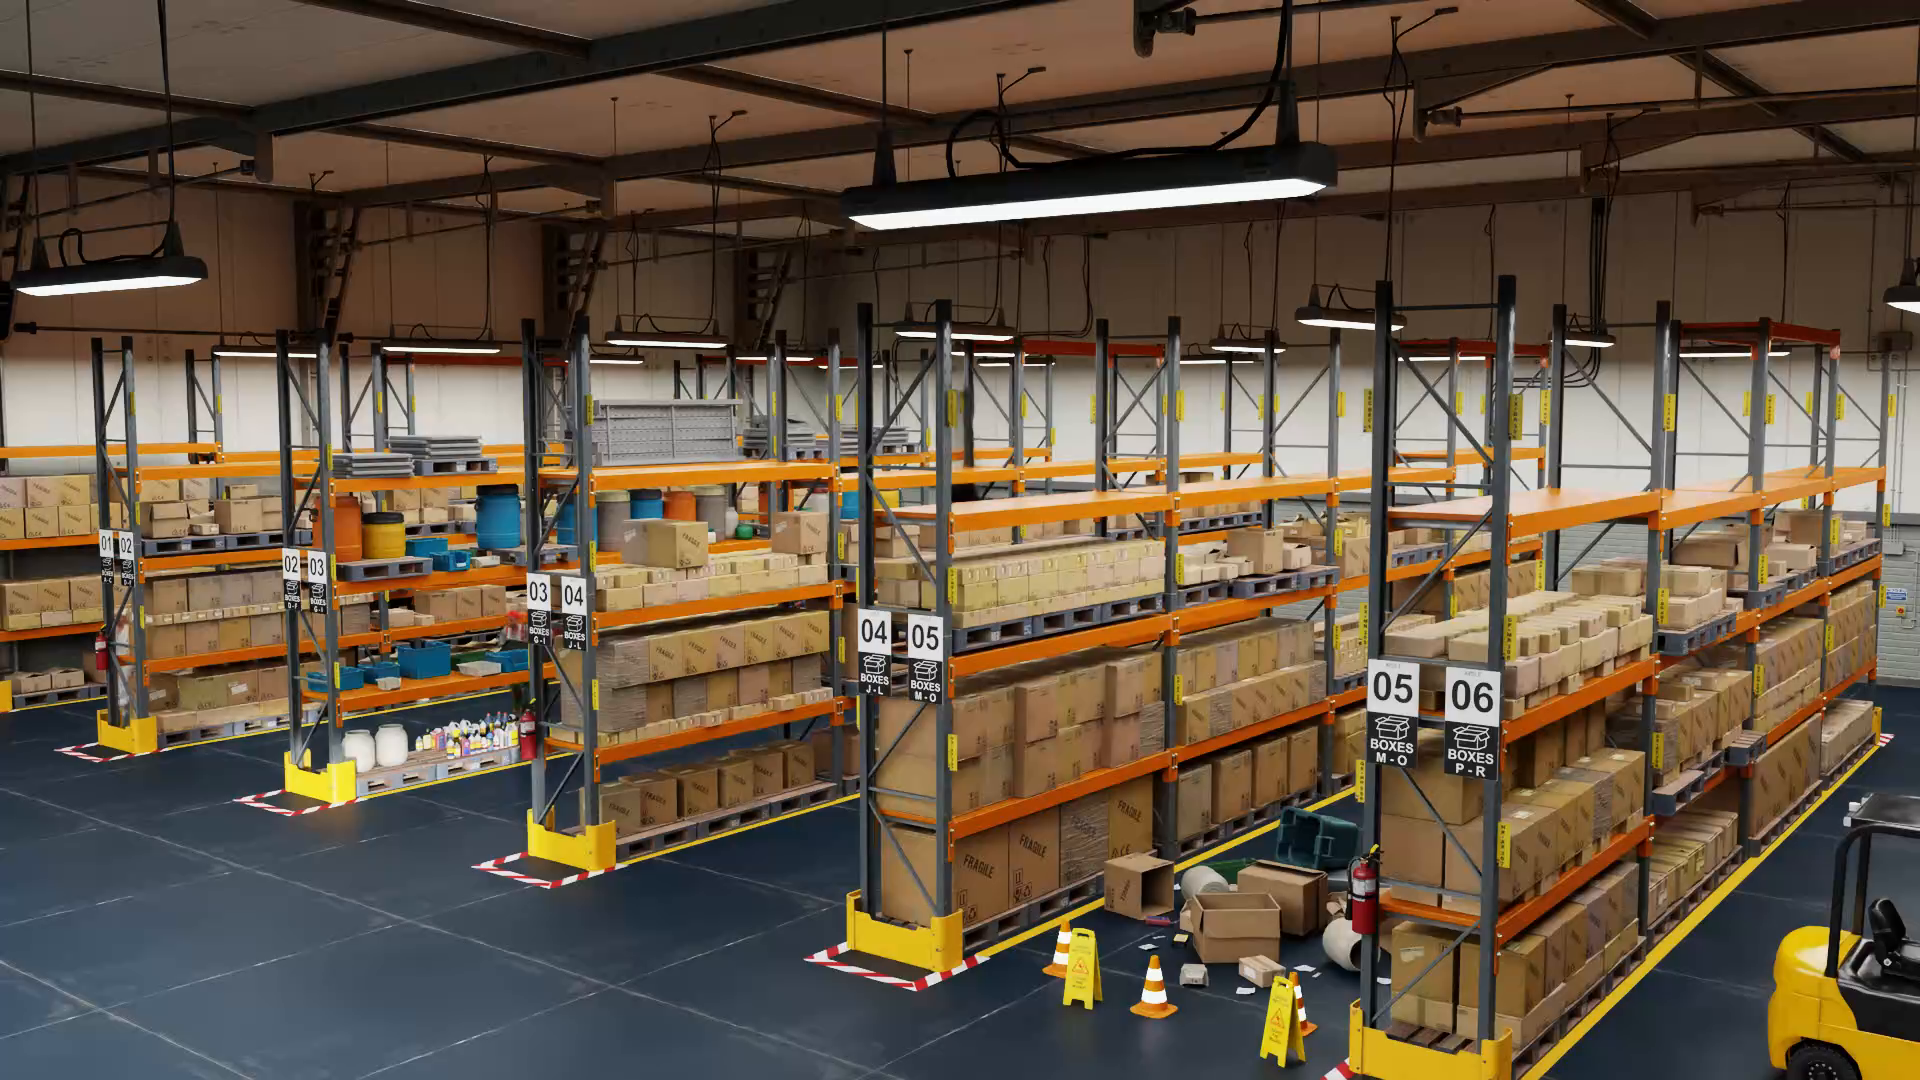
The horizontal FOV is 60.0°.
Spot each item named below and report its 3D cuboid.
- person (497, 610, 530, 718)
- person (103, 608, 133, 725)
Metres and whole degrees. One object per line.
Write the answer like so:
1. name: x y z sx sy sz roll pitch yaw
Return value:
1. person: -6.999 1.976 26.646 0.648 1.773 0.961 3 6 29
2. person: -13.210 1.986 26.244 0.637 1.845 0.826 1 5 7
